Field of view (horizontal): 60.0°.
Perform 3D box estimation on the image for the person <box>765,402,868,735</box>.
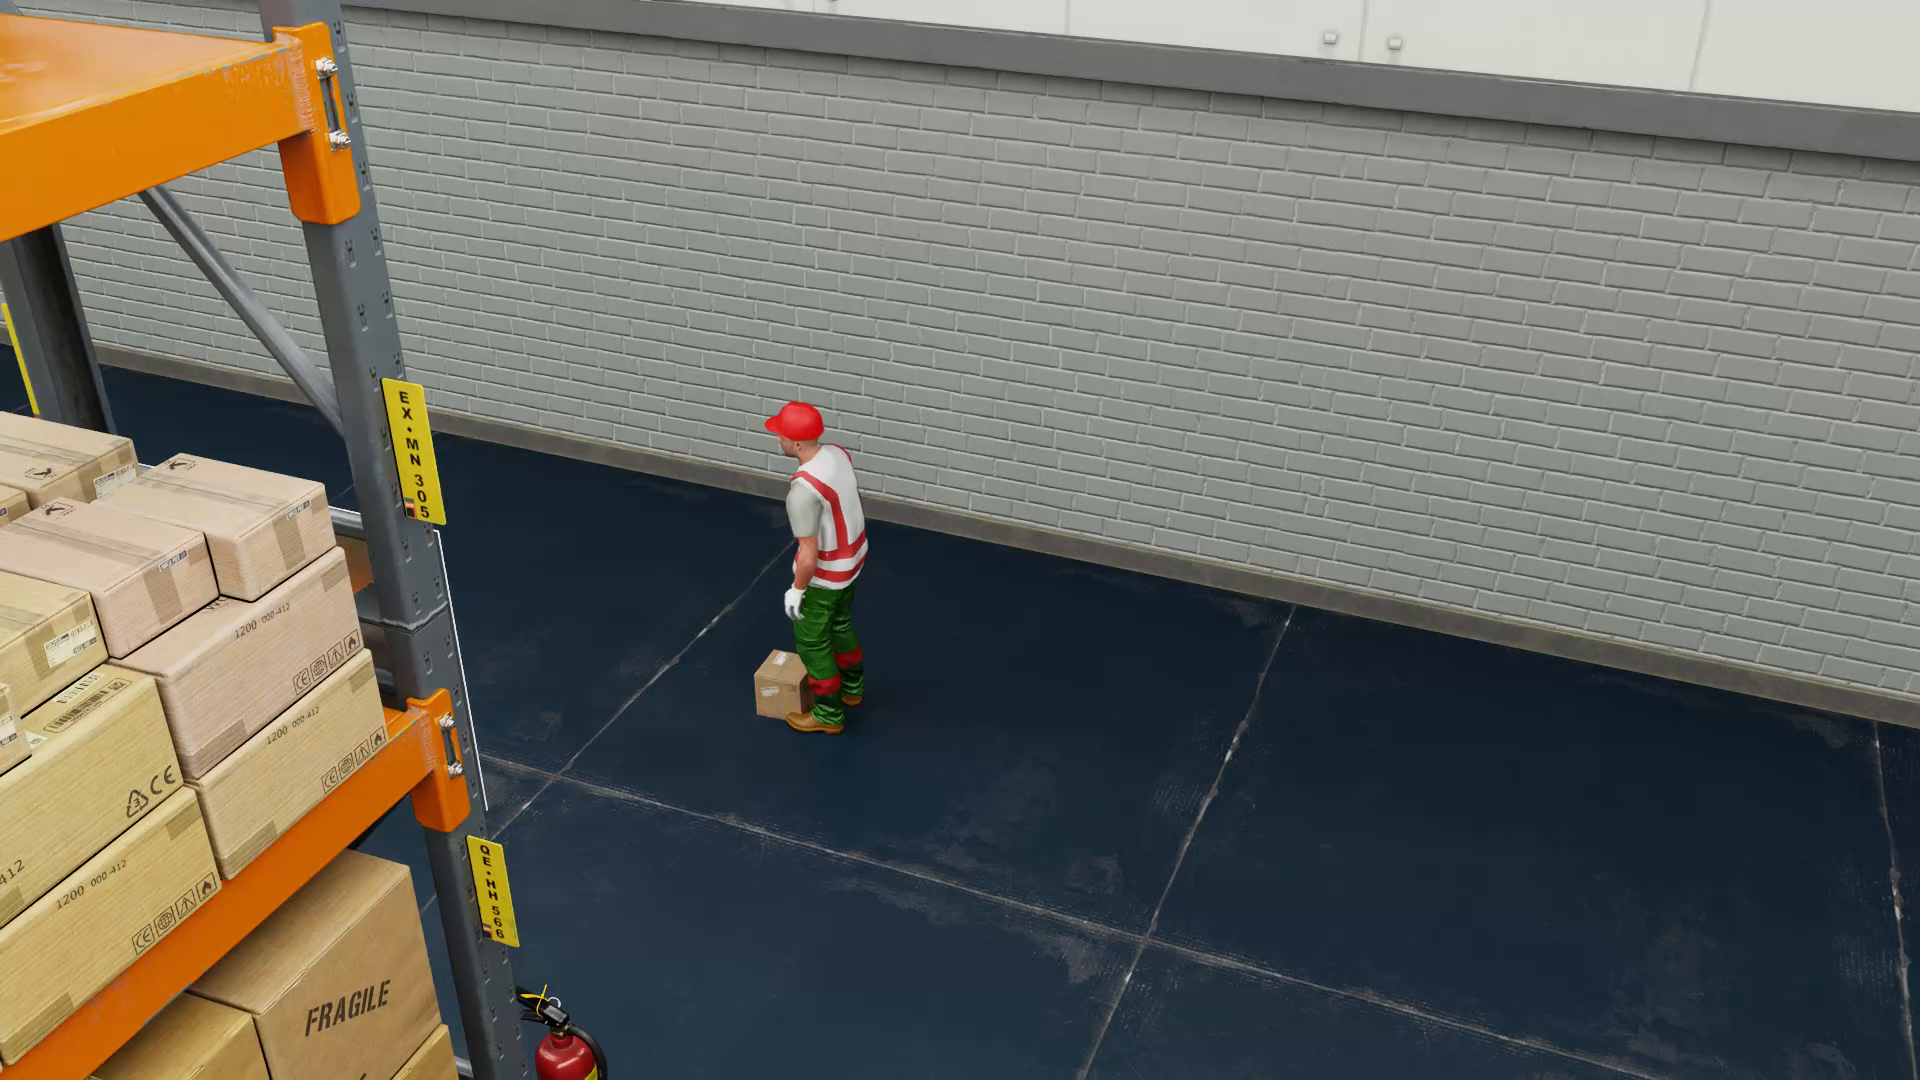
[{"bbox_3d":[-0.688,0.140,8.137,0.447,1.780,0.620,10,31,16],"label":"person"}]
